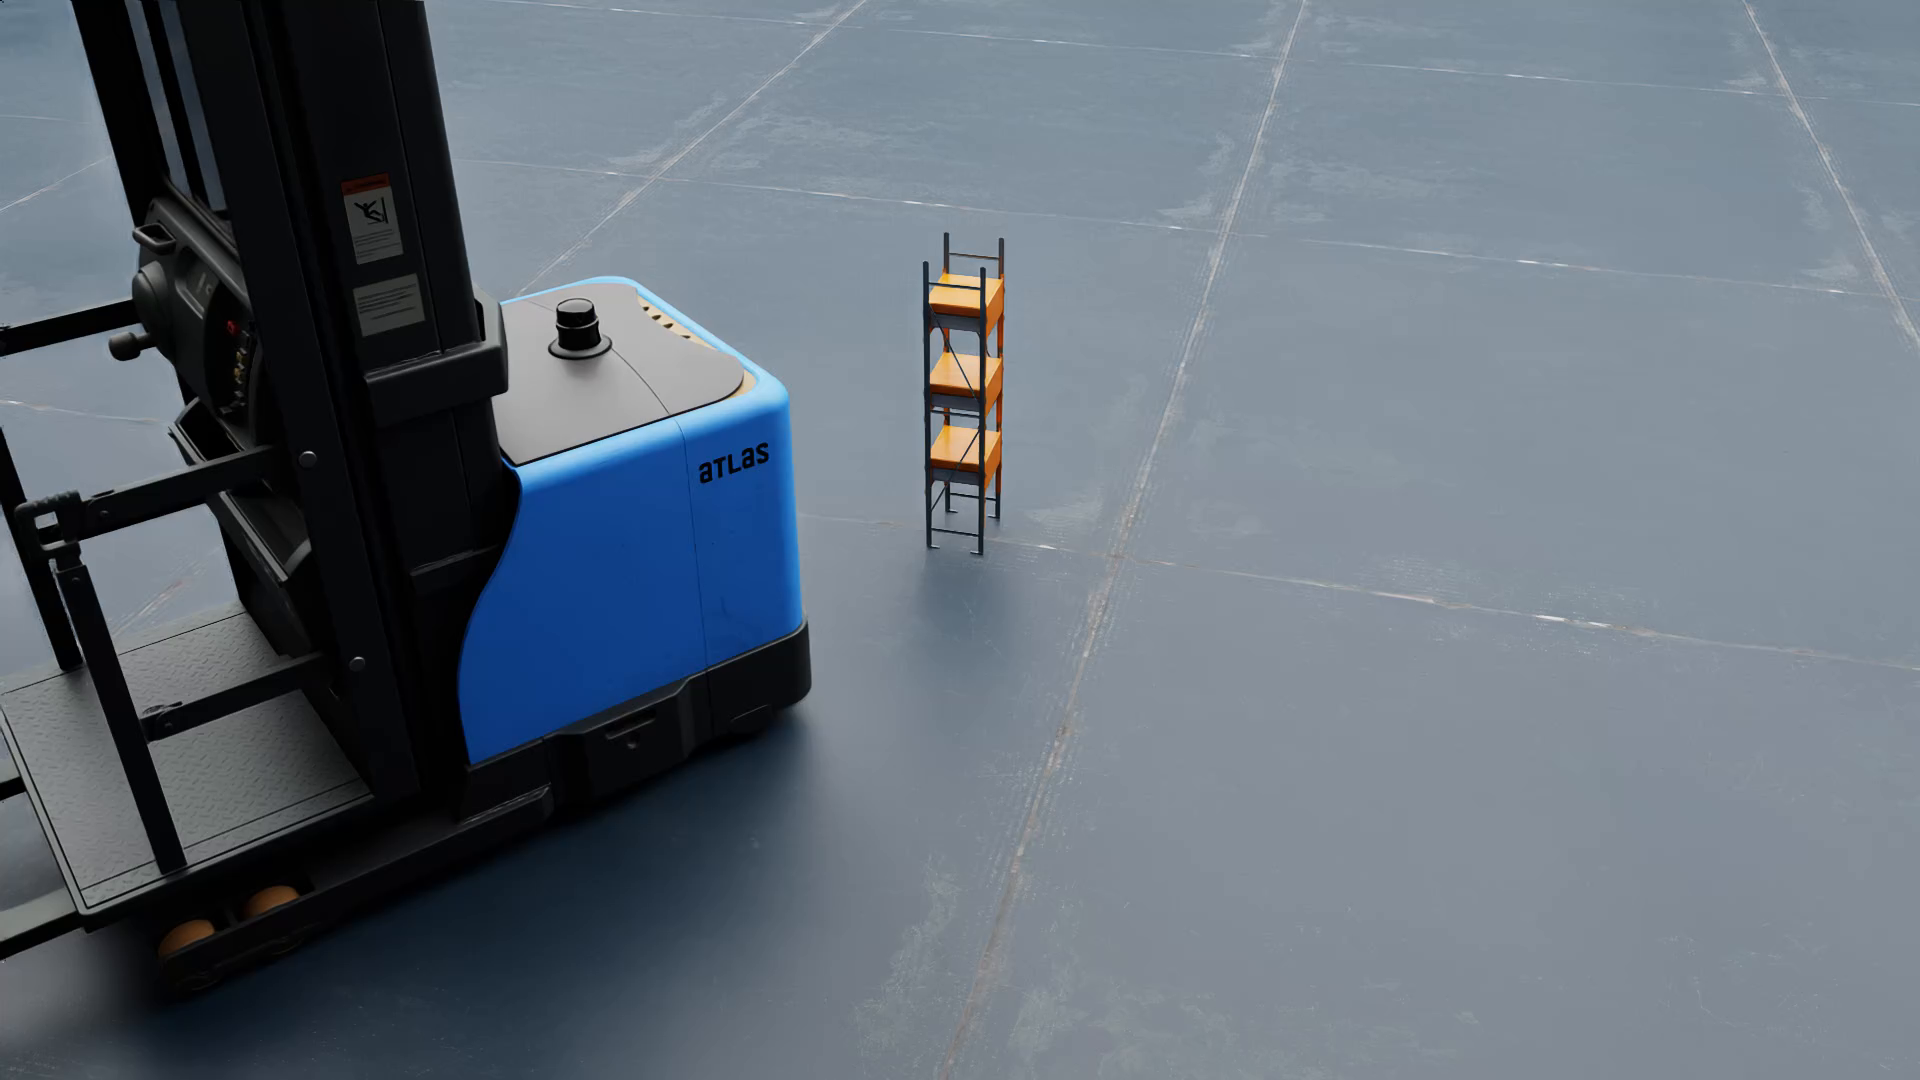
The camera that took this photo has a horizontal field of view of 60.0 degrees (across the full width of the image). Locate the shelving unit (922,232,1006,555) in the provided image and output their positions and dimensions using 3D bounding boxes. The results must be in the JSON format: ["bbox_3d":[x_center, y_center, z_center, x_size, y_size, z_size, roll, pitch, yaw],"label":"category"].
[{"bbox_3d":[0.014,-0.471,5.512,0.215,1.050,0.252,8,33,12],"label":"shelving unit"}]

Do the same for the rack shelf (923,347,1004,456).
[{"bbox_3d":[0.014,-0.462,5.518,0.215,0.259,0.240,8,33,12],"label":"rack shelf"}]

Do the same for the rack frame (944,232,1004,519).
[{"bbox_3d":[0.045,-0.534,5.612,0.200,1.050,0.008,8,33,12],"label":"rack frame"}]

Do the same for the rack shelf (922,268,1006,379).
[{"bbox_3d":[0.014,-0.701,5.365,0.215,0.259,0.240,8,33,12],"label":"rack shelf"}]

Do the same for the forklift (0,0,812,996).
[{"bbox_3d":[-1.923,-0.469,3.756,3.031,2.935,1.130,-22,39,-30],"label":"forklift"}]

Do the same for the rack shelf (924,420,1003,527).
[{"bbox_3d":[0.014,-0.227,5.667,0.215,0.259,0.240,8,33,12],"label":"rack shelf"}]

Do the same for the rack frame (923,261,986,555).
[{"bbox_3d":[-0.017,-0.408,5.412,0.200,1.050,0.008,8,33,12],"label":"rack frame"}]
